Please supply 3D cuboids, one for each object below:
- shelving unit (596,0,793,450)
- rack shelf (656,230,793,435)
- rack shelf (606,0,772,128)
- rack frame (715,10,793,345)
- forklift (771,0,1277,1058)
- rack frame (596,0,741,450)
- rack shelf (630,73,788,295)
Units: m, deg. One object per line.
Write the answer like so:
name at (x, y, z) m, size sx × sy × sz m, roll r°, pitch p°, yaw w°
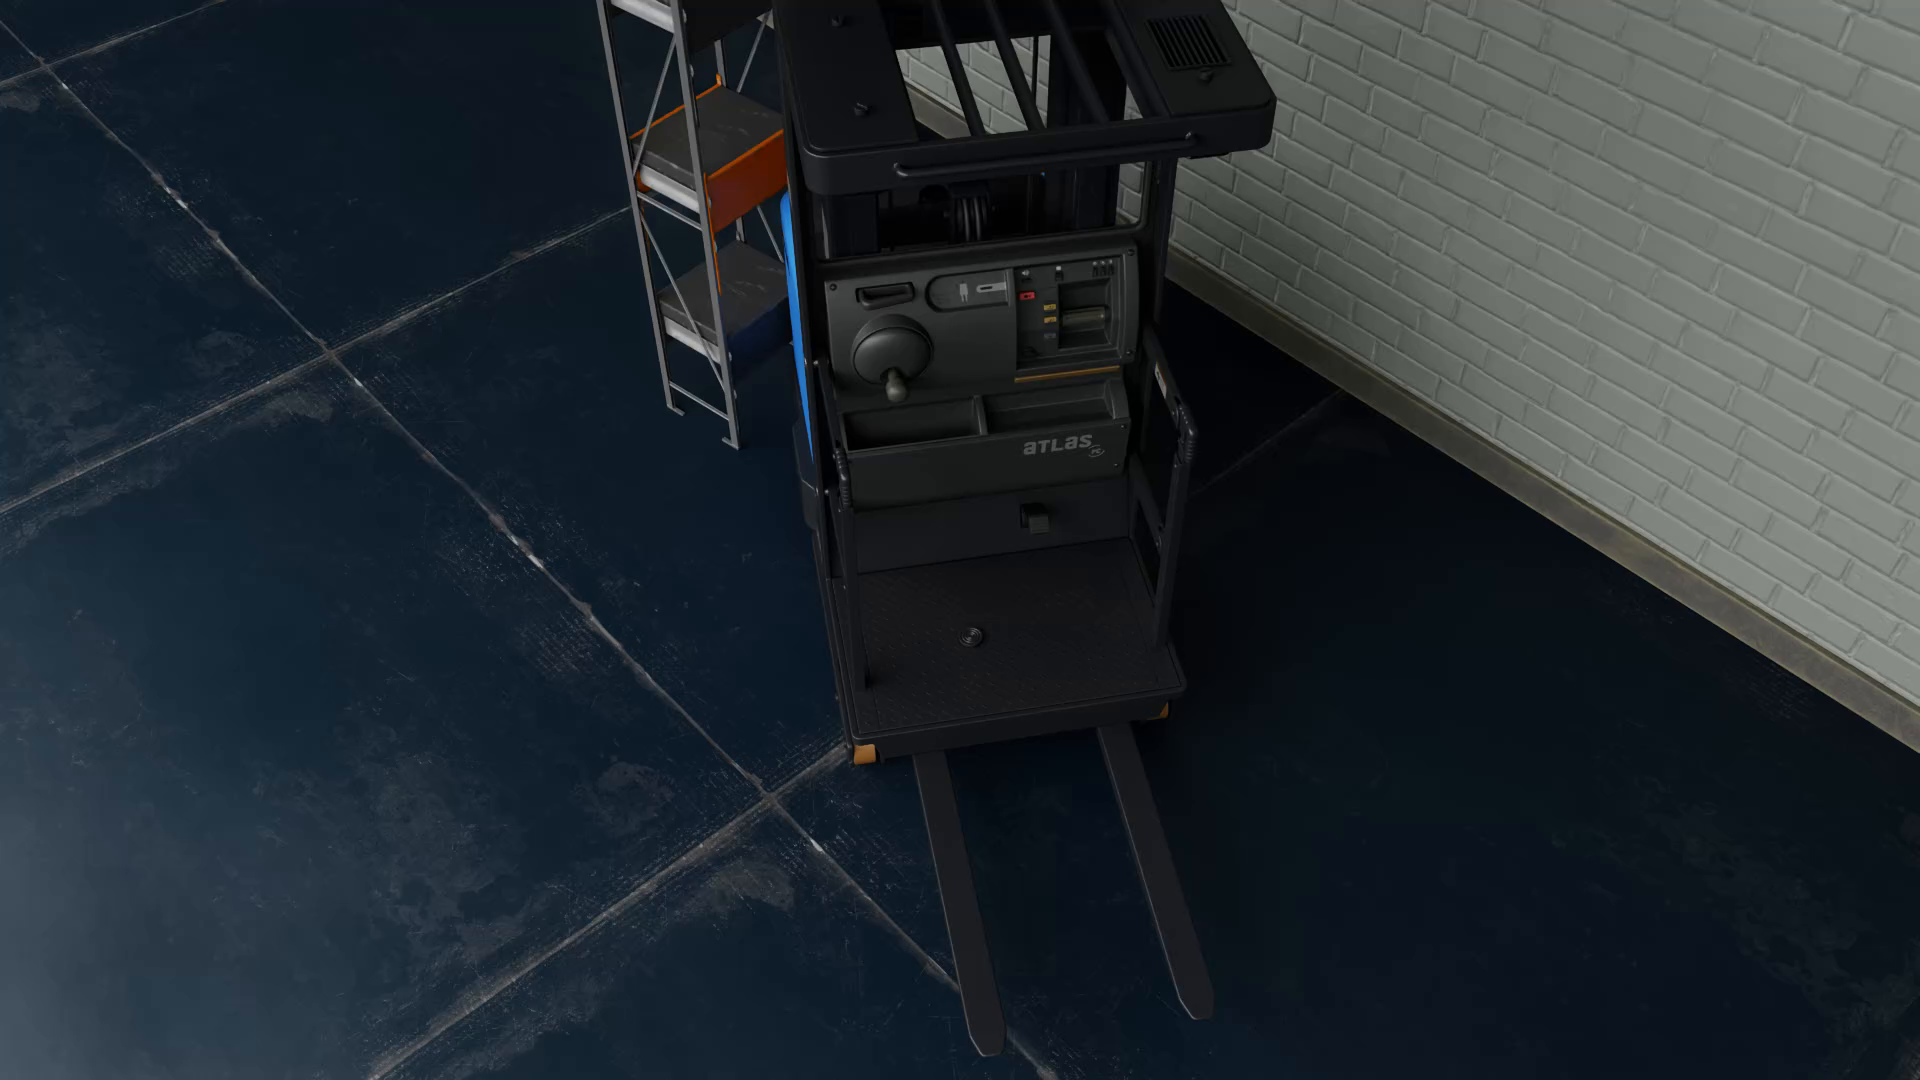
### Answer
shelving unit at (-0.874, -1.302, 6.023) m, size 0.431 × 2.100 × 0.503 m, roll 31°, pitch 54°, yaw 25°
rack shelf at (-0.874, -0.818, 6.547) m, size 0.431 × 0.518 × 0.480 m, roll 31°, pitch 54°, yaw 25°
rack shelf at (-0.874, -1.767, 5.518) m, size 0.431 × 0.518 × 0.480 m, roll 31°, pitch 54°, yaw 25°
rack frame at (-0.720, -1.441, 6.151) m, size 0.400 × 2.100 × 0.015 m, roll 31°, pitch 54°, yaw 25°
forklift at (0.113, -0.544, 4.758) m, size 1.130 × 2.935 × 3.031 m, roll -8°, pitch 48°, yaw -7°
rack frame at (-1.027, -1.163, 5.894) m, size 0.400 × 2.100 × 0.015 m, roll 31°, pitch 54°, yaw 25°
rack shelf at (-0.874, -1.293, 6.033) m, size 0.431 × 0.518 × 0.480 m, roll 31°, pitch 54°, yaw 25°
